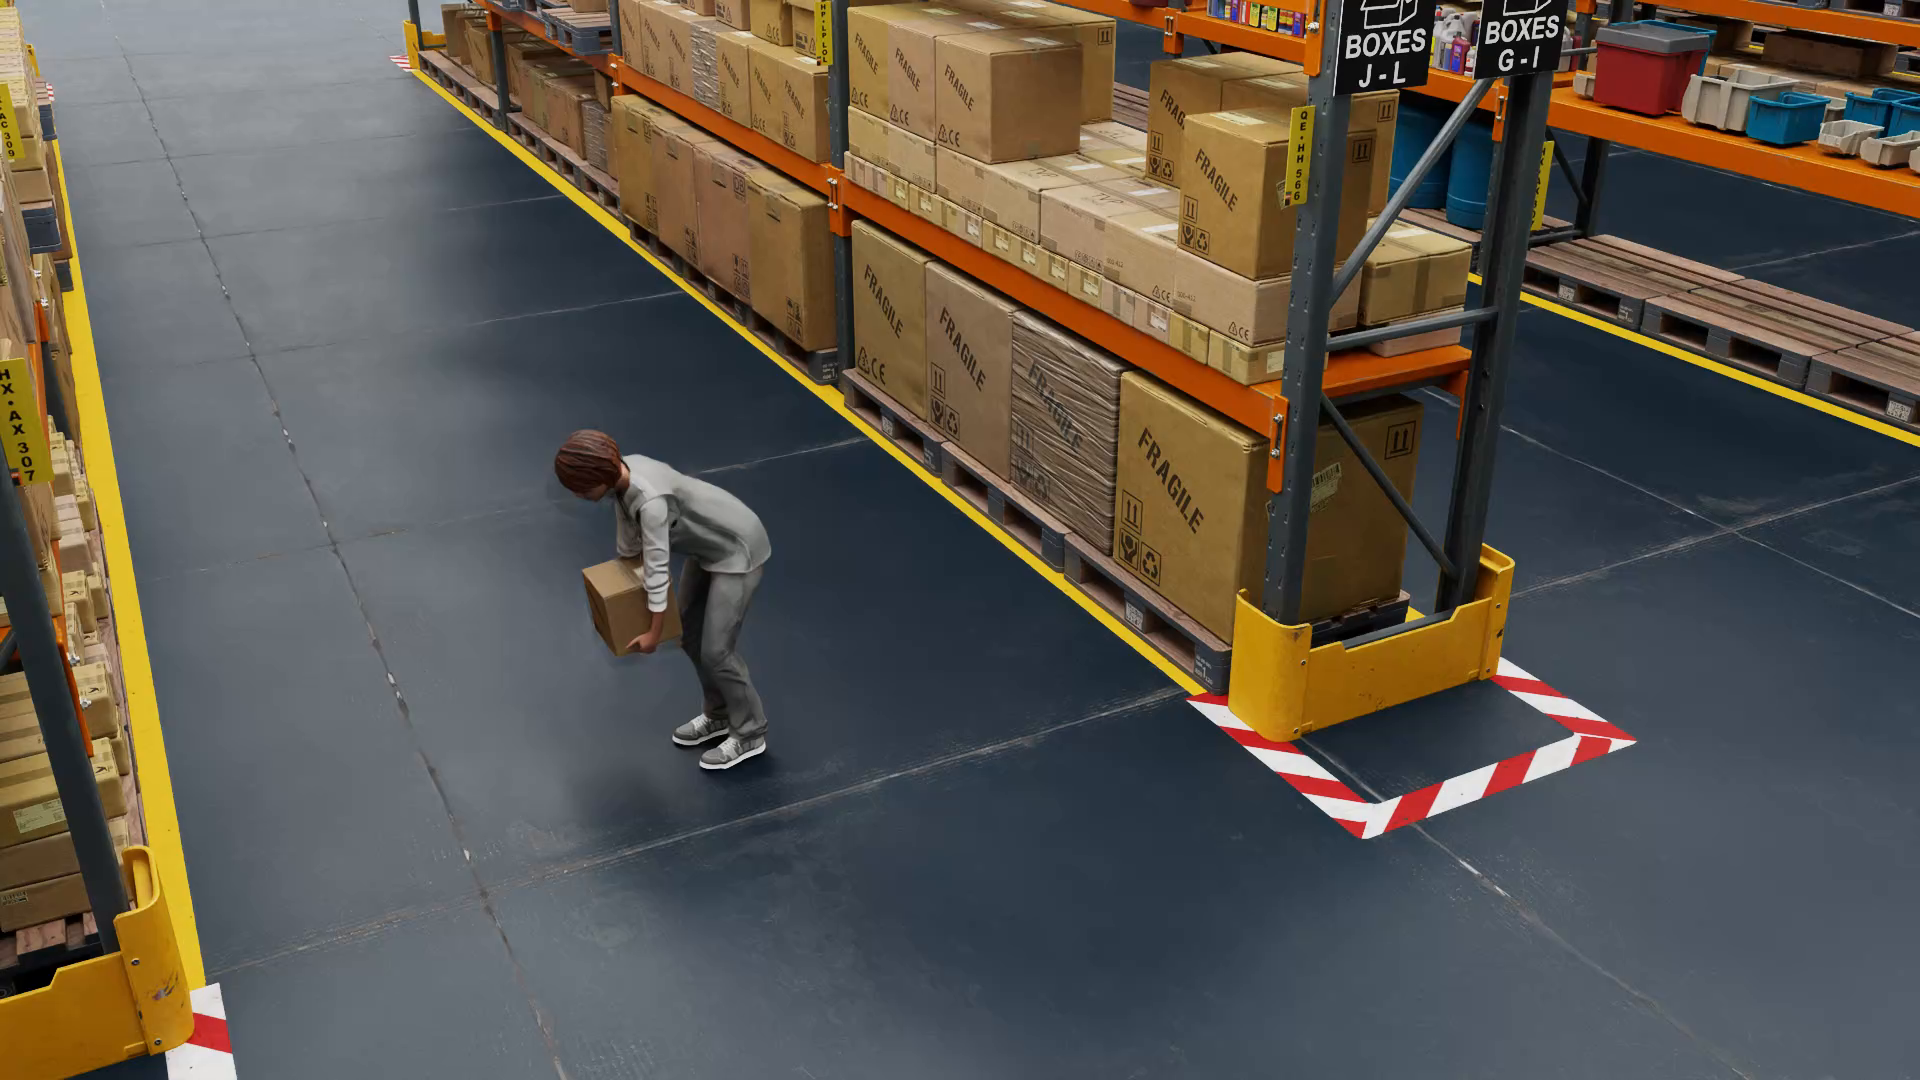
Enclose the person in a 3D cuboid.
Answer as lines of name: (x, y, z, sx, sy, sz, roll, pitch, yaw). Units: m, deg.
person: (-0.925, 0.225, 6.047, 0.456, 1.265, 0.371, -14, 29, -26)
